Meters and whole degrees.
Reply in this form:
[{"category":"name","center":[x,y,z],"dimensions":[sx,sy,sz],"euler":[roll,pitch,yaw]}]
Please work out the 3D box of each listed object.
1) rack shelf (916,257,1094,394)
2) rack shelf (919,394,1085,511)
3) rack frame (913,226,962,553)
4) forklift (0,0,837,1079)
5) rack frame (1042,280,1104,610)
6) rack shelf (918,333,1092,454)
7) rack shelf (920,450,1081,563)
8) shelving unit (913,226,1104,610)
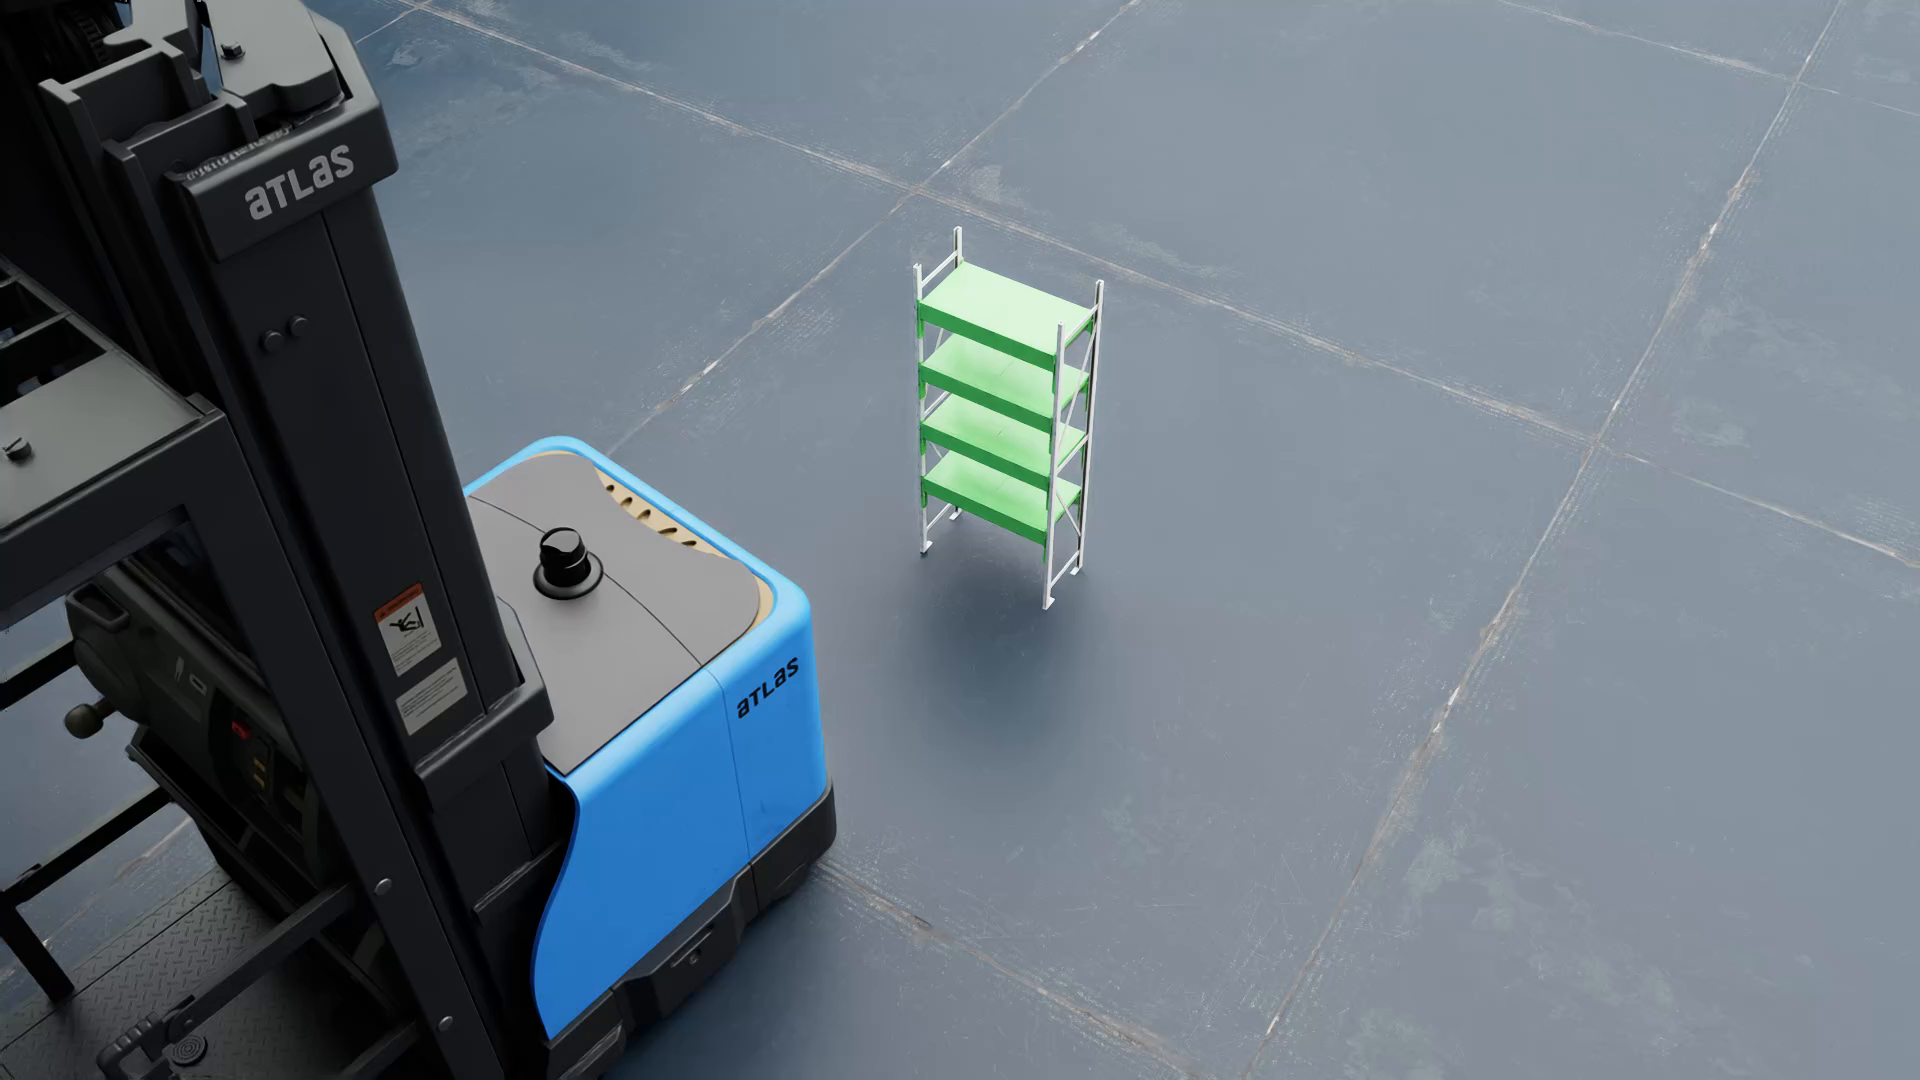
[{"category":"rack shelf","center":[0.139,-0.644,4.959],"dimensions":[0.480,0.148,0.258],"euler":[25,51,22]},{"category":"rack shelf","center":[0.139,-0.310,5.303],"dimensions":[0.480,0.148,0.258],"euler":[25,51,22]},{"category":"rack frame","center":[-0.066,-0.449,5.349],"dimensions":[0.015,1.200,0.240],"euler":[25,51,22]},{"category":"forklift","center":[-1.698,0.443,3.276],"dimensions":[1.130,2.935,3.031],"euler":[32,54,27]},{"category":"rack frame","center":[0.345,-0.260,5.166],"dimensions":[0.015,1.200,0.240],"euler":[25,51,22]},{"category":"rack shelf","center":[0.139,-0.477,5.131],"dimensions":[0.480,0.148,0.258],"euler":[25,51,22]},{"category":"rack shelf","center":[0.139,-0.142,5.475],"dimensions":[0.480,0.148,0.258],"euler":[25,51,22]},{"category":"shelving unit","center":[0.139,-0.354,5.257],"dimensions":[0.503,1.200,0.258],"euler":[25,51,22]}]
